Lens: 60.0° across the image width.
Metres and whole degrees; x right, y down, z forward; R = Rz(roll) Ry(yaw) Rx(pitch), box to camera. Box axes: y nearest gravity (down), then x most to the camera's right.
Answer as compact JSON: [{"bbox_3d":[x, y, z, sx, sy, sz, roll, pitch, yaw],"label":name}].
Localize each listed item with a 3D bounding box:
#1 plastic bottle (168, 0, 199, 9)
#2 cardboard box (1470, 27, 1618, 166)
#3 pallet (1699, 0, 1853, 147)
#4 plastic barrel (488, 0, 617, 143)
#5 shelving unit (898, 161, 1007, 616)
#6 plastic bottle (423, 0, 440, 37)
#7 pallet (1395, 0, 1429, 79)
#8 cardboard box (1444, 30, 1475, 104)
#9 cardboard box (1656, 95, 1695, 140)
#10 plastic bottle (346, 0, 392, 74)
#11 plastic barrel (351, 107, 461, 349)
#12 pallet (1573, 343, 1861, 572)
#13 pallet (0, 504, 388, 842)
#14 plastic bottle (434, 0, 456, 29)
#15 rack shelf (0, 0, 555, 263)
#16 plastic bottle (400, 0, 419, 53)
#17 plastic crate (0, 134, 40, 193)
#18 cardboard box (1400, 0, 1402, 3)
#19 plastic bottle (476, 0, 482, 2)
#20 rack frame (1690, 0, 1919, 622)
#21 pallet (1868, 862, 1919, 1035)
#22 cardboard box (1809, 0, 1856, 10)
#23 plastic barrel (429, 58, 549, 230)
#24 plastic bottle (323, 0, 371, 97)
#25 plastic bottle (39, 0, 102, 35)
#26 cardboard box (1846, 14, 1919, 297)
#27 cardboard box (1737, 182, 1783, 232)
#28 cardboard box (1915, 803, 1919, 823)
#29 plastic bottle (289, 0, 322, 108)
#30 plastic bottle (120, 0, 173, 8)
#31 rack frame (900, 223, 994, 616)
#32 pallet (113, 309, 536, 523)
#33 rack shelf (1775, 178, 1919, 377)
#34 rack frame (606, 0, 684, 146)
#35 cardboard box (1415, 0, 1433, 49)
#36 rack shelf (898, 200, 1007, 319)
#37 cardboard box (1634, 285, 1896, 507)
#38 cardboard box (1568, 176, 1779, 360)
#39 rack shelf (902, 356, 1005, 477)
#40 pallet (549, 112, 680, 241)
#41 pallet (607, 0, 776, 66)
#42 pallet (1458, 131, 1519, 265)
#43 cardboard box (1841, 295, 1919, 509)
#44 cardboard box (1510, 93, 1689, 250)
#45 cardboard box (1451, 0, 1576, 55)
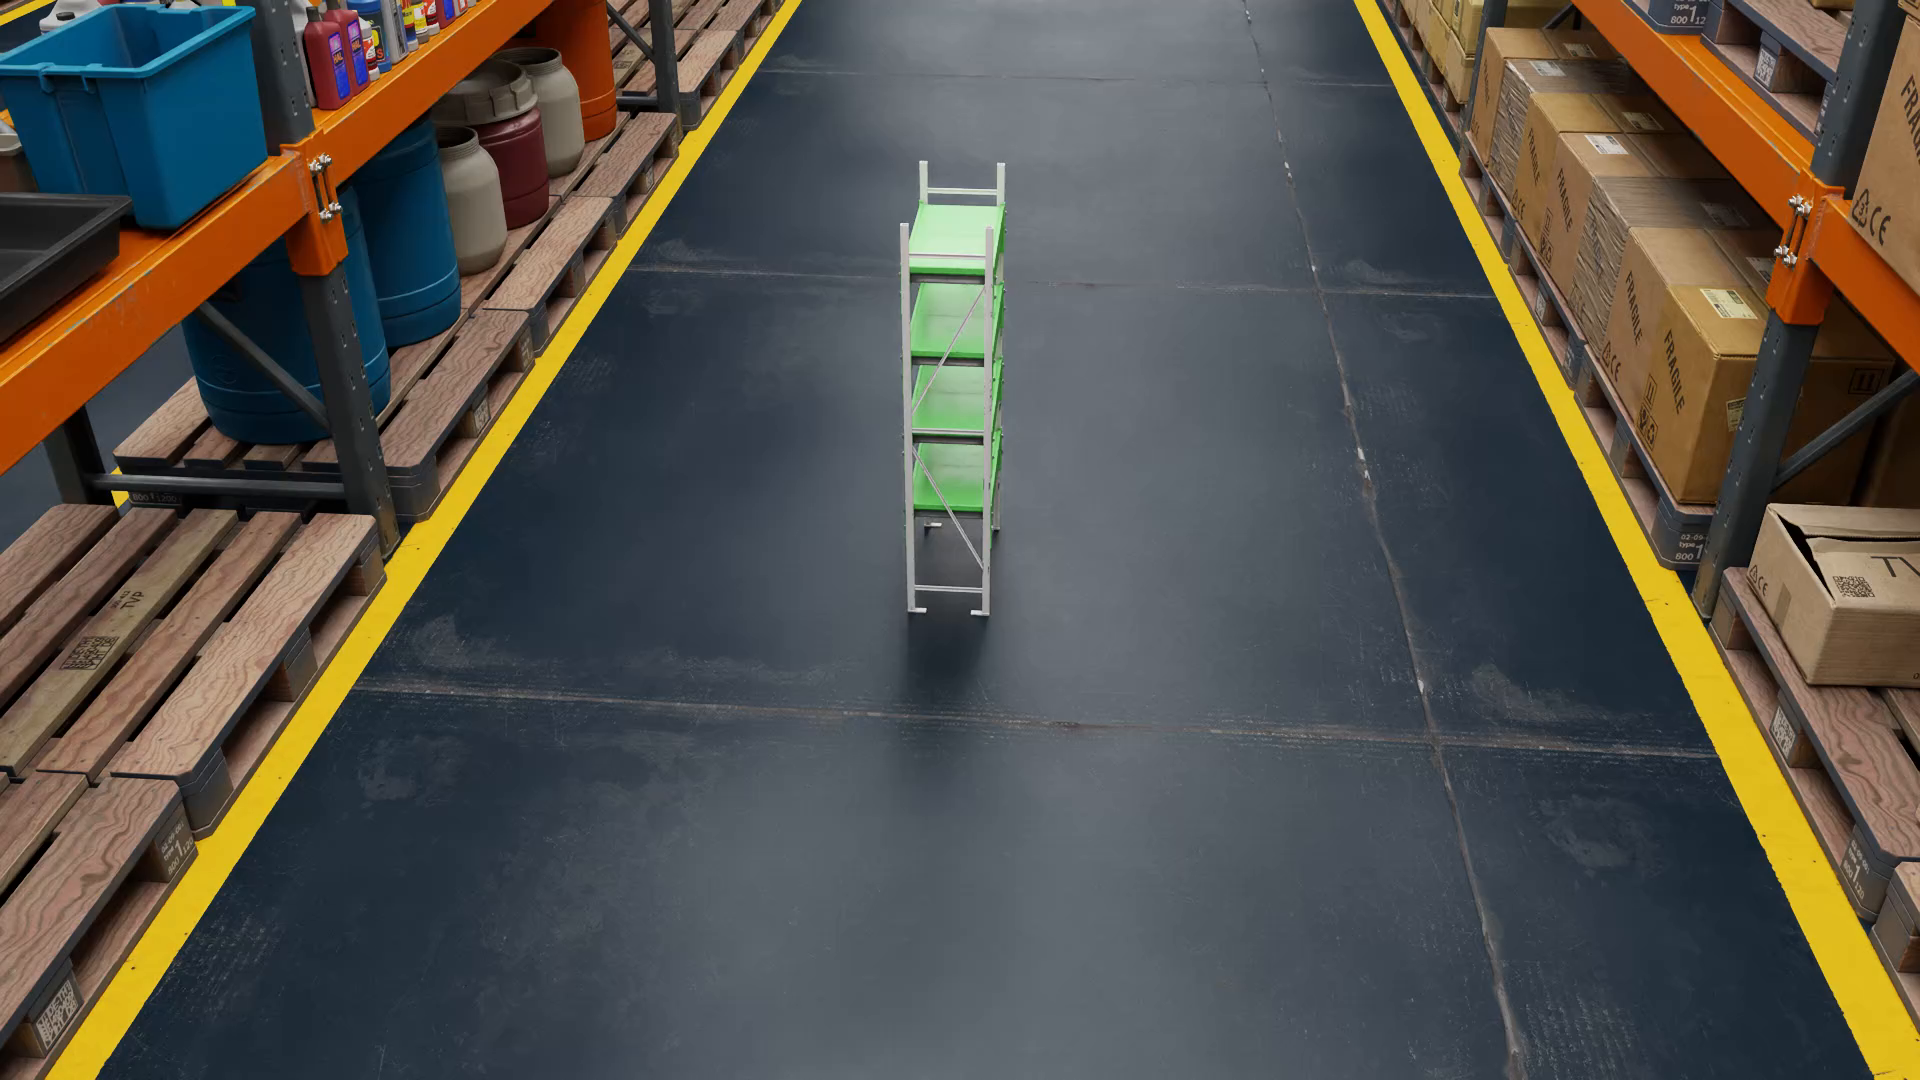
[{"bbox_3d":[-2.398,-1.593,5.165,0.097,0.201,0.097,0,32,0],"label":"plastic bottle"},{"bbox_3d":[2.676,-2.038,7.661,0.500,0.500,0.500,4,32,6],"label":"cardboard box"},{"bbox_3d":[2.846,-1.380,4.814,1.003,0.211,1.213,2,32,4],"label":"pallet"},{"bbox_3d":[-1.961,-2.352,7.876,0.600,0.830,0.708,2,32,4],"label":"plastic barrel"},{"bbox_3d":[-0.013,-0.424,4.795,0.258,1.200,0.503,2,32,4],"label":"shelving unit"},{"bbox_3d":[-1.764,-1.756,5.430,0.097,0.201,0.097,0,32,0],"label":"plastic bottle"},{"bbox_3d":[3.206,-3.018,9.947,1.003,0.211,1.213,2,32,4],"label":"pallet"},{"bbox_3d":[2.798,-2.434,8.561,0.500,0.250,0.500,3,32,5],"label":"cardboard box"},{"bbox_3d":[3.114,-1.494,6.778,0.500,0.500,0.500,1,32,2],"label":"cardboard box"},{"bbox_3d":[-1.799,-1.563,5.050,0.097,0.271,0.097,0,32,0],"label":"plastic bottle"},{"bbox_3d":[-2.145,-1.202,5.941,0.600,0.901,0.708,2,32,4],"label":"plastic barrel"},{"bbox_3d":[2.701,-0.289,5.517,1.003,0.211,1.213,2,32,4],"label":"pallet"},{"bbox_3d":[-2.285,0.311,4.544,1.003,0.211,1.213,2,32,4],"label":"pallet"},{"bbox_3d":[-1.737,-1.851,5.505,0.061,0.283,0.133,2,32,4],"label":"plastic bottle"},{"bbox_3d":[-2.101,-2.002,6.325,1.077,0.370,4.000,2,32,4],"label":"rack shelf"},{"bbox_3d":[-1.780,-1.684,5.246,0.097,0.271,0.097,0,32,0],"label":"plastic bottle"},{"bbox_3d":[-2.444,-0.938,4.108,0.396,0.136,0.243,2,32,4],"label":"plastic crate"},{"bbox_3d":[2.962,-3.502,10.294,0.500,0.250,0.500,2,32,2],"label":"cardboard box"},{"bbox_3d":[-1.752,-2.041,5.821,0.152,0.276,0.135,2,32,4],"label":"plastic bottle"},{"bbox_3d":[2.673,-1.049,4.093,1.000,3.000,0.127,2,32,4],"label":"rack frame"},{"bbox_3d":[2.519,1.137,3.204,1.003,0.211,1.213,2,32,4],"label":"pallet"},{"bbox_3d":[2.927,-1.871,4.931,0.700,0.500,0.500,7,32,12],"label":"cardboard box"},{"bbox_3d":[-2.053,-1.659,6.981,0.600,0.588,0.708,2,32,4],"label":"plastic barrel"},{"bbox_3d":[-1.798,-1.456,4.865,0.061,0.283,0.133,2,32,4],"label":"plastic bottle"},{"bbox_3d":[-2.554,-1.429,4.829,0.152,0.276,0.135,2,32,4],"label":"plastic bottle"},{"bbox_3d":[2.360,-0.837,3.653,0.500,0.500,0.500,3,32,5],"label":"cardboard box"},{"bbox_3d":[3.035,-0.955,5.904,0.500,0.500,0.500,3,32,5],"label":"cardboard box"},{"bbox_3d":[2.362,0.633,3.645,0.380,0.166,0.250,2,32,4],"label":"cardboard box"},{"bbox_3d":[-1.909,-1.433,4.763,0.144,0.351,0.185,2,32,4],"label":"plastic bottle"},{"bbox_3d":[-2.524,-1.620,5.139,0.152,0.276,0.135,2,32,4],"label":"plastic bottle"},{"bbox_3d":[-0.033,-0.297,4.588,0.240,1.200,0.015,2,32,4],"label":"rack frame"},{"bbox_3d":[-2.160,-0.477,5.823,1.003,0.211,1.213,2,32,4],"label":"pallet"},{"bbox_3d":[2.510,0.303,2.585,1.077,0.370,4.000,2,32,4],"label":"rack shelf"},{"bbox_3d":[-1.938,-3.354,7.833,1.000,3.000,0.127,2,32,4],"label":"rack frame"},{"bbox_3d":[2.880,-2.967,9.425,0.500,0.250,0.500,3,32,5],"label":"cardboard box"},{"bbox_3d":[-0.013,-0.778,4.576,0.258,0.148,0.480,2,32,4],"label":"rack shelf"},{"bbox_3d":[2.427,-0.442,5.072,0.500,0.500,0.500,2,32,4],"label":"cardboard box"},{"bbox_3d":[2.517,-0.963,5.916,0.500,0.500,0.500,3,32,5],"label":"cardboard box"},{"bbox_3d":[-0.013,-0.370,4.828,0.258,0.148,0.480,2,32,4],"label":"rack shelf"},{"bbox_3d":[-1.961,-1.753,7.893,1.003,0.211,1.213,2,32,4],"label":"pallet"},{"bbox_3d":[-1.735,-3.206,10.252,1.003,0.211,1.213,2,32,4],"label":"pallet"},{"bbox_3d":[2.900,-1.565,7.588,1.003,0.211,1.213,2,32,4],"label":"pallet"},{"bbox_3d":[2.955,-0.415,5.027,0.500,0.500,0.500,1,32,2],"label":"cardboard box"},{"bbox_3d":[2.594,-1.502,6.791,0.500,0.500,0.500,2,32,3],"label":"cardboard box"},{"bbox_3d":[2.796,-2.672,8.412,0.500,0.311,0.500,3,32,5],"label":"cardboard box"}]
